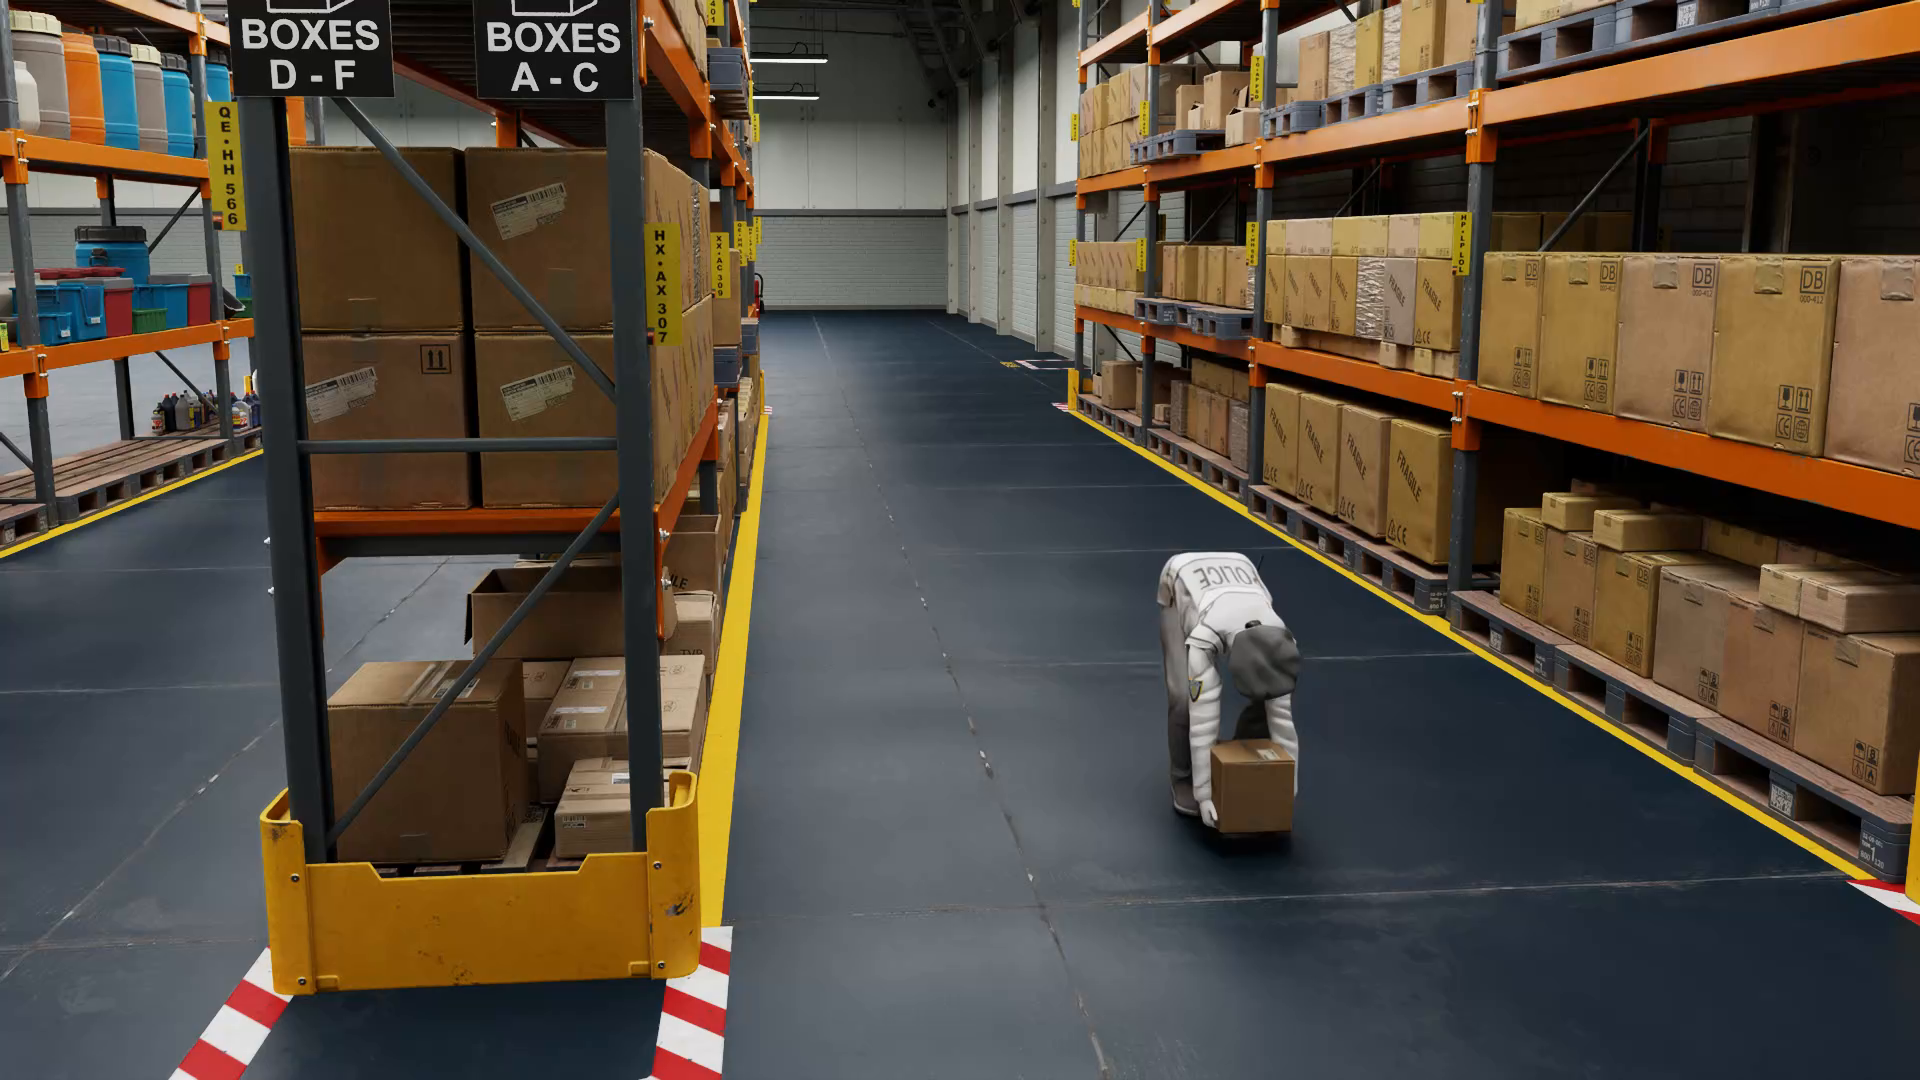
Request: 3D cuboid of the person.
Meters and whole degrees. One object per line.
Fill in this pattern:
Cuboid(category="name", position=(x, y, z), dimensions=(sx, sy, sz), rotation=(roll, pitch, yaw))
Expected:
Cuboid(category="person", position=(0.971, 0.541, 5.953), dimensions=(0.448, 0.933, 0.886), rotation=(-2, 10, -9))
